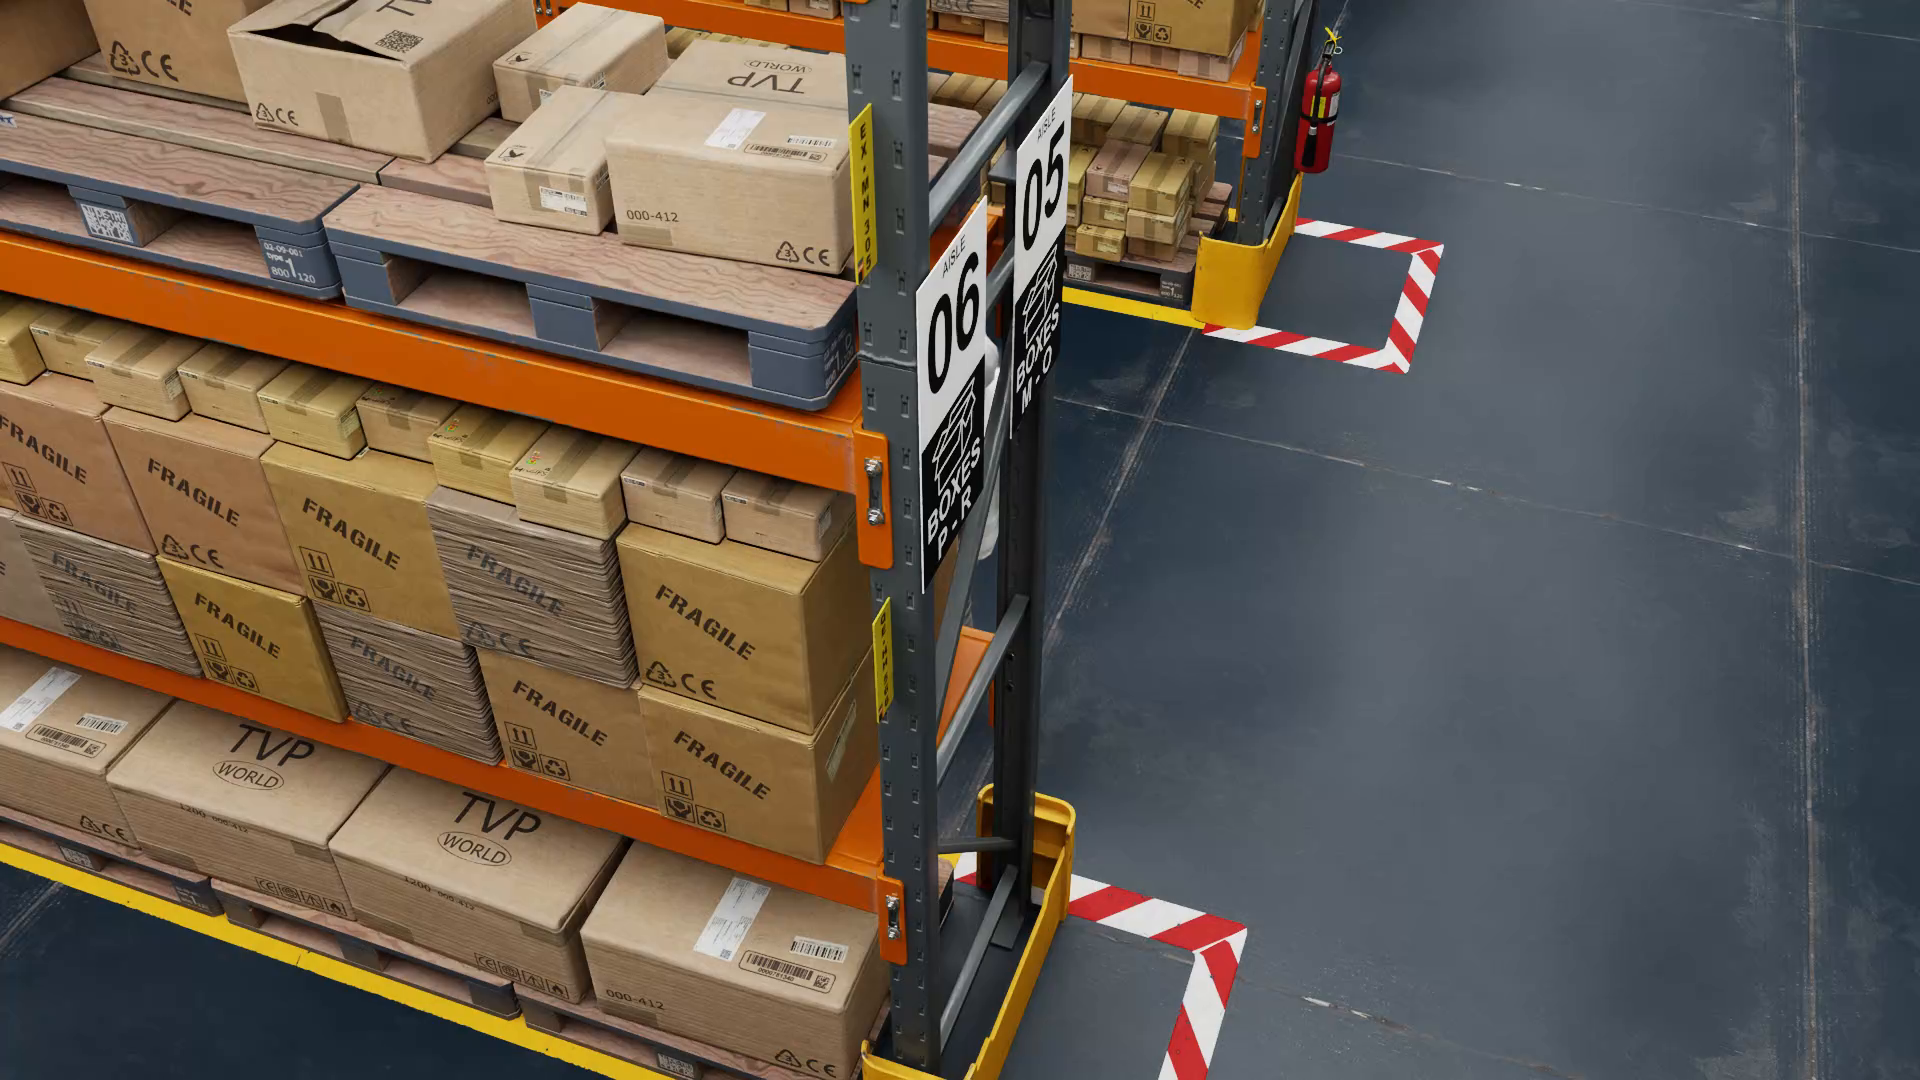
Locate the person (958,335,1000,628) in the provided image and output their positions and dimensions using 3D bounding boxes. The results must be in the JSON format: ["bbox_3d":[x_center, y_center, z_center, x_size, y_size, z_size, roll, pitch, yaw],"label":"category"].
[{"bbox_3d":[-0.093,-0.075,6.215,0.576,1.783,0.657,9,42,10],"label":"person"}]
